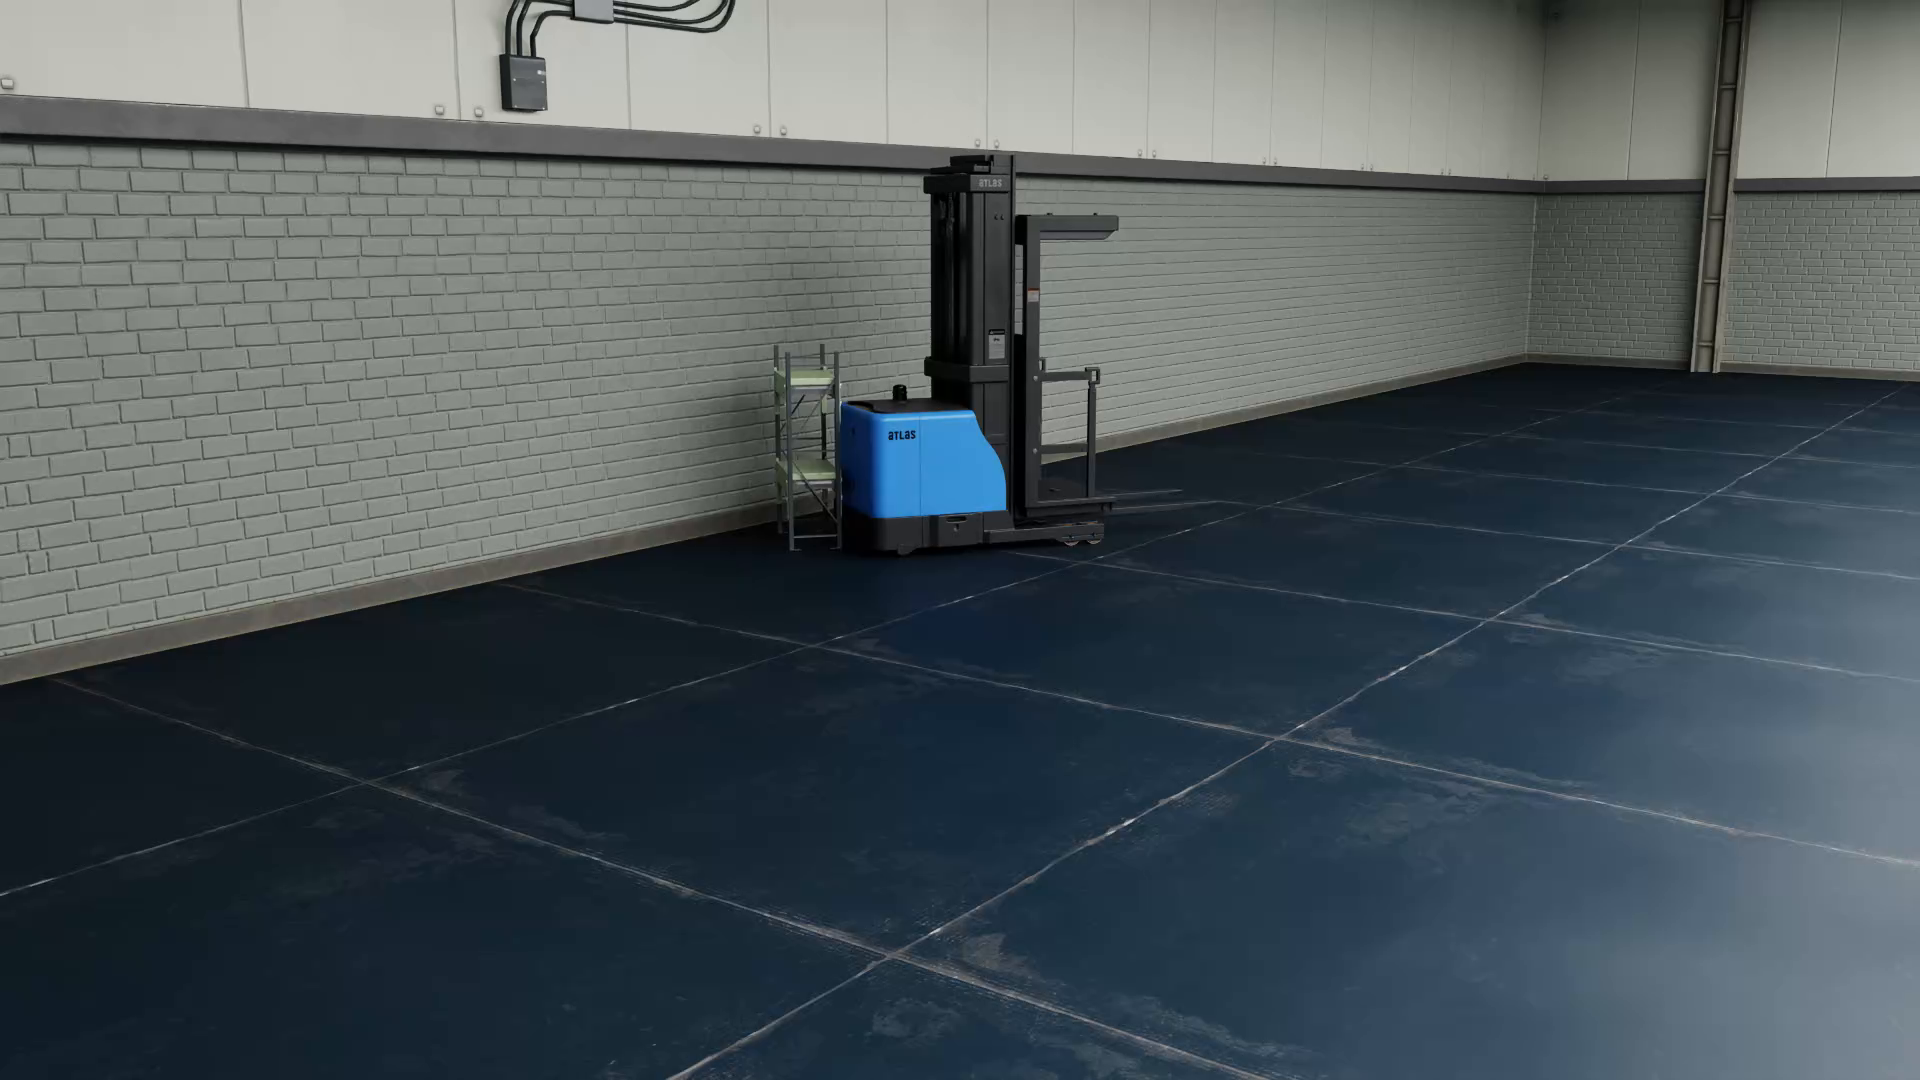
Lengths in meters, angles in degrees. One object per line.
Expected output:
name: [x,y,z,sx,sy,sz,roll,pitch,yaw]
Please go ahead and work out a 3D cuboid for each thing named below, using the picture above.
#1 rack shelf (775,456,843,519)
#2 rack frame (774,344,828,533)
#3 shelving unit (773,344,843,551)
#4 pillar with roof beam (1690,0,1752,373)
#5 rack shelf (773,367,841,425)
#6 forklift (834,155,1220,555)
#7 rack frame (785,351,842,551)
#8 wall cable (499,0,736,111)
rack shelf: [-1.181,-0.412,12.926,0.431,0.370,0.720,-3,11,-13]
rack frame: [-1.263,-0.800,13.214,0.400,1.500,0.023,-3,11,-13]
shelving unit: [-1.181,-0.732,12.864,0.431,1.500,0.755,-3,11,-13]
pillar with roof beam: [9.707,-6.530,23.092,0.400,9.000,9.100,8,13,36]
rack shelf: [-1.181,-1.115,12.790,0.431,0.370,0.720,-3,11,-13]
forklift: [0.577,-1.483,12.979,3.031,2.935,1.130,-4,12,-22]
rack frame: [-1.099,-0.664,12.514,0.400,1.500,0.023,-3,11,-13]
wall cable: [-2.349,-6.022,11.511,0.169,6.003,2.305,8,13,36]
